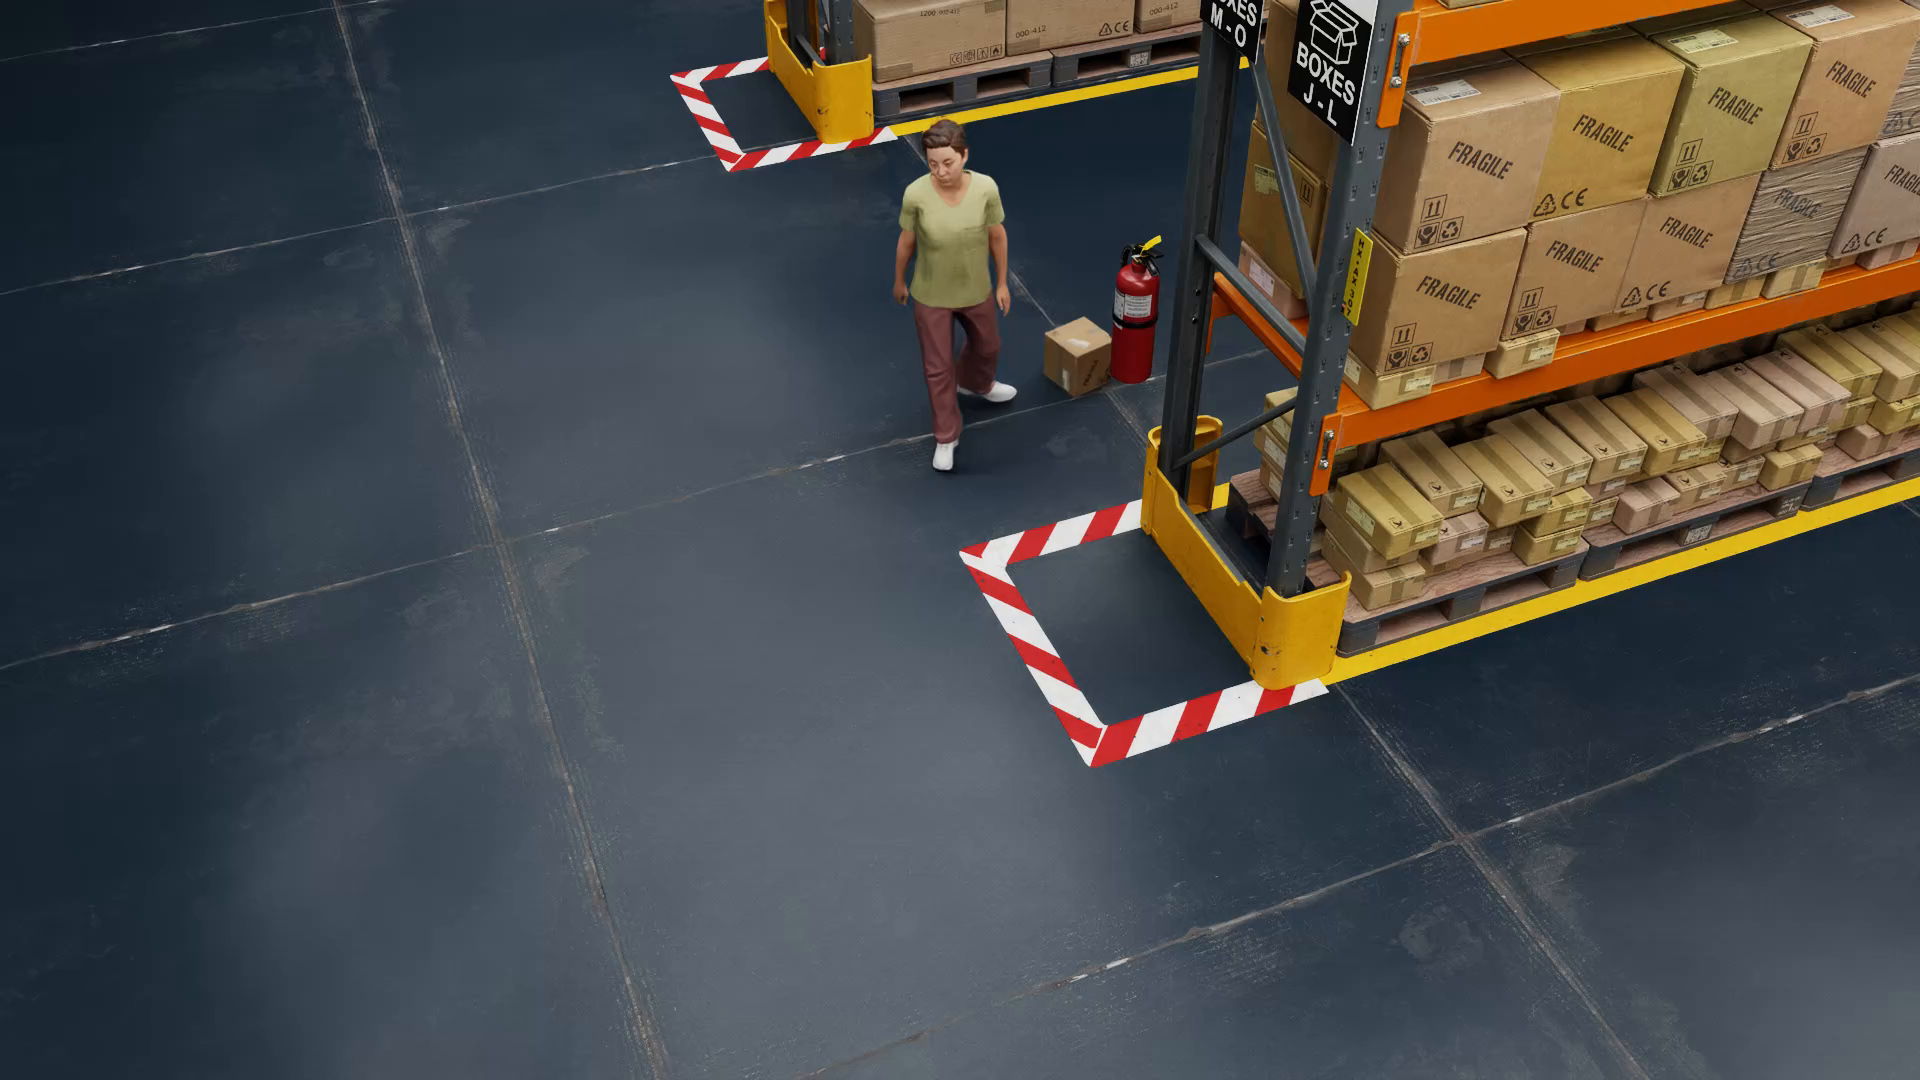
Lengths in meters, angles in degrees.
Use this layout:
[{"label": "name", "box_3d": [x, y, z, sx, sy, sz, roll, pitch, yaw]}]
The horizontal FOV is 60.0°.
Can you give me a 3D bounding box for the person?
[{"label": "person", "box_3d": [0.013, -1.134, 7.416, 0.604, 1.664, 0.605, -7, 42, -8]}]
